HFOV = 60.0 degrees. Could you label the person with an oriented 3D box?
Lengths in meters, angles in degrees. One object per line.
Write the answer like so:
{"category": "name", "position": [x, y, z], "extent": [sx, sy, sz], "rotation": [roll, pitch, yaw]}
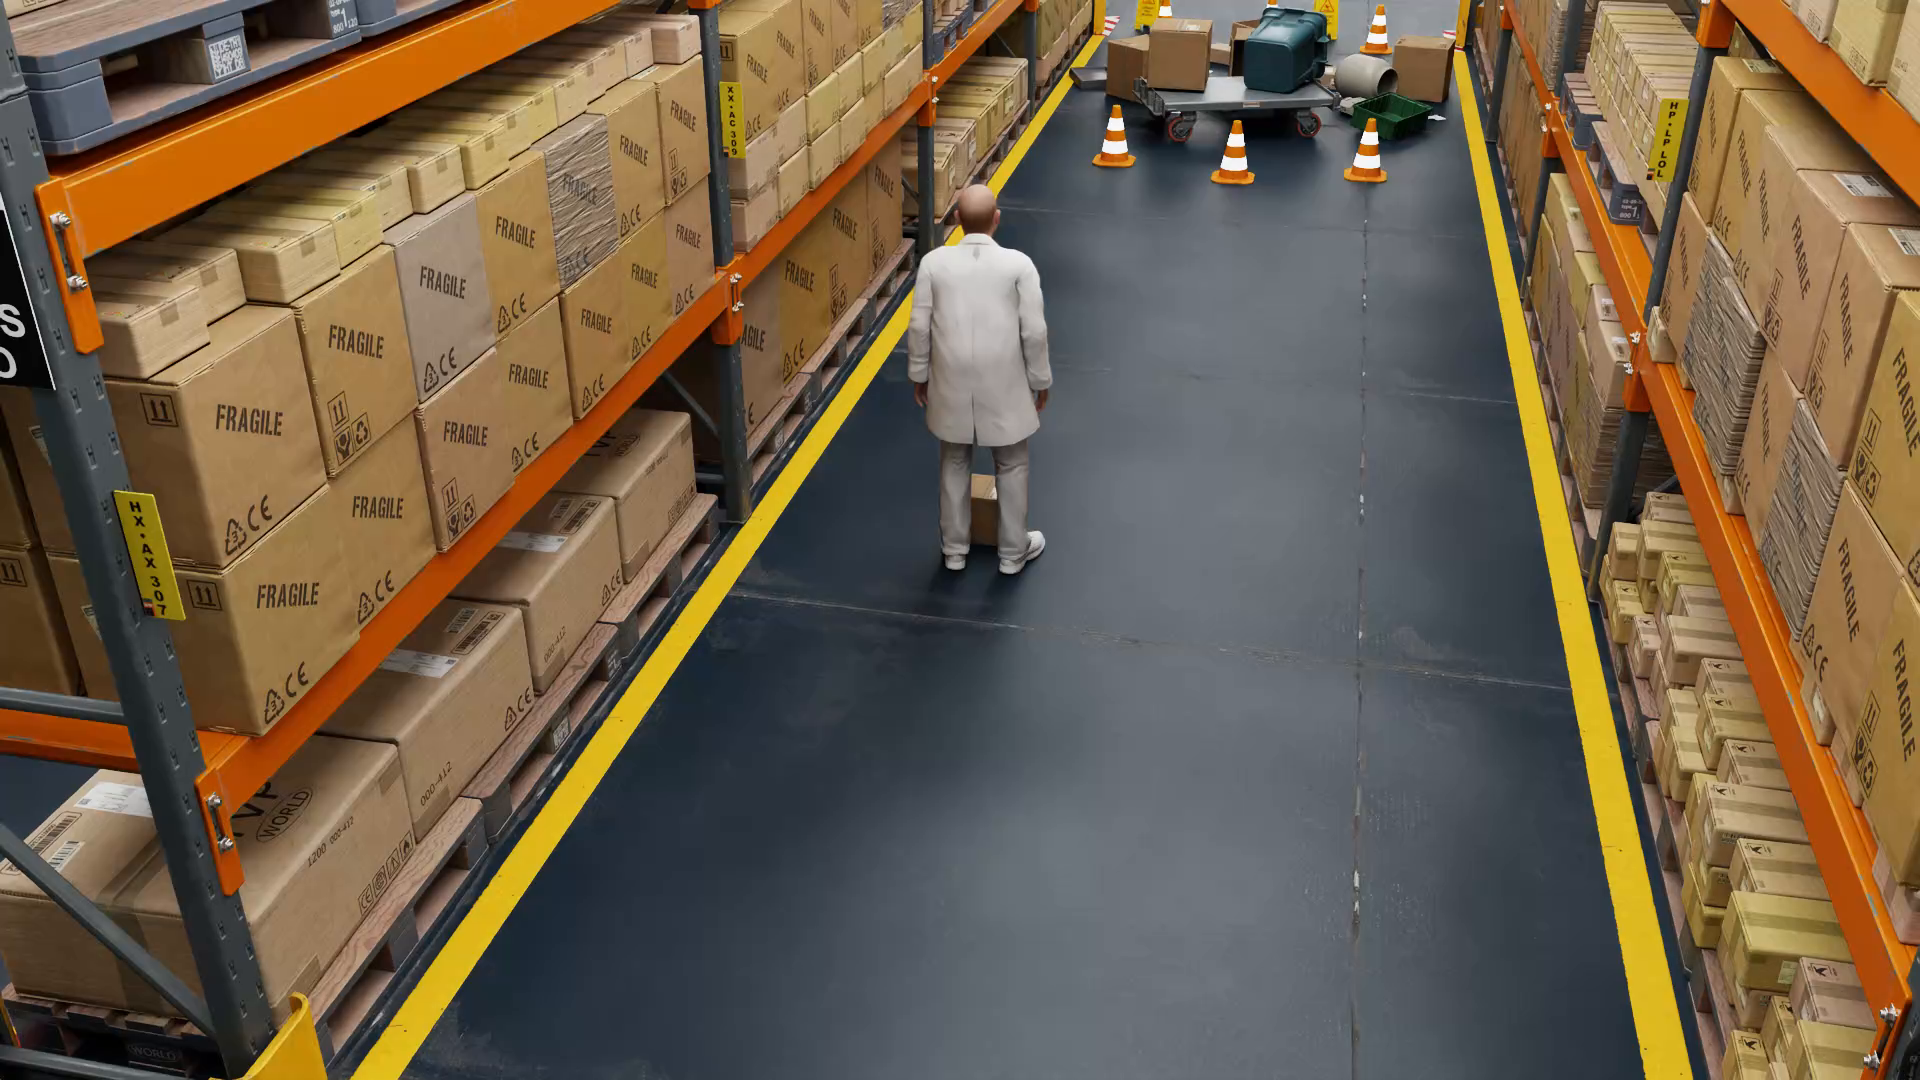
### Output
{"category": "person", "position": [0.087, -0.699, 7.431], "extent": [0.654, 1.774, 0.415], "rotation": [5, 29, 9]}
